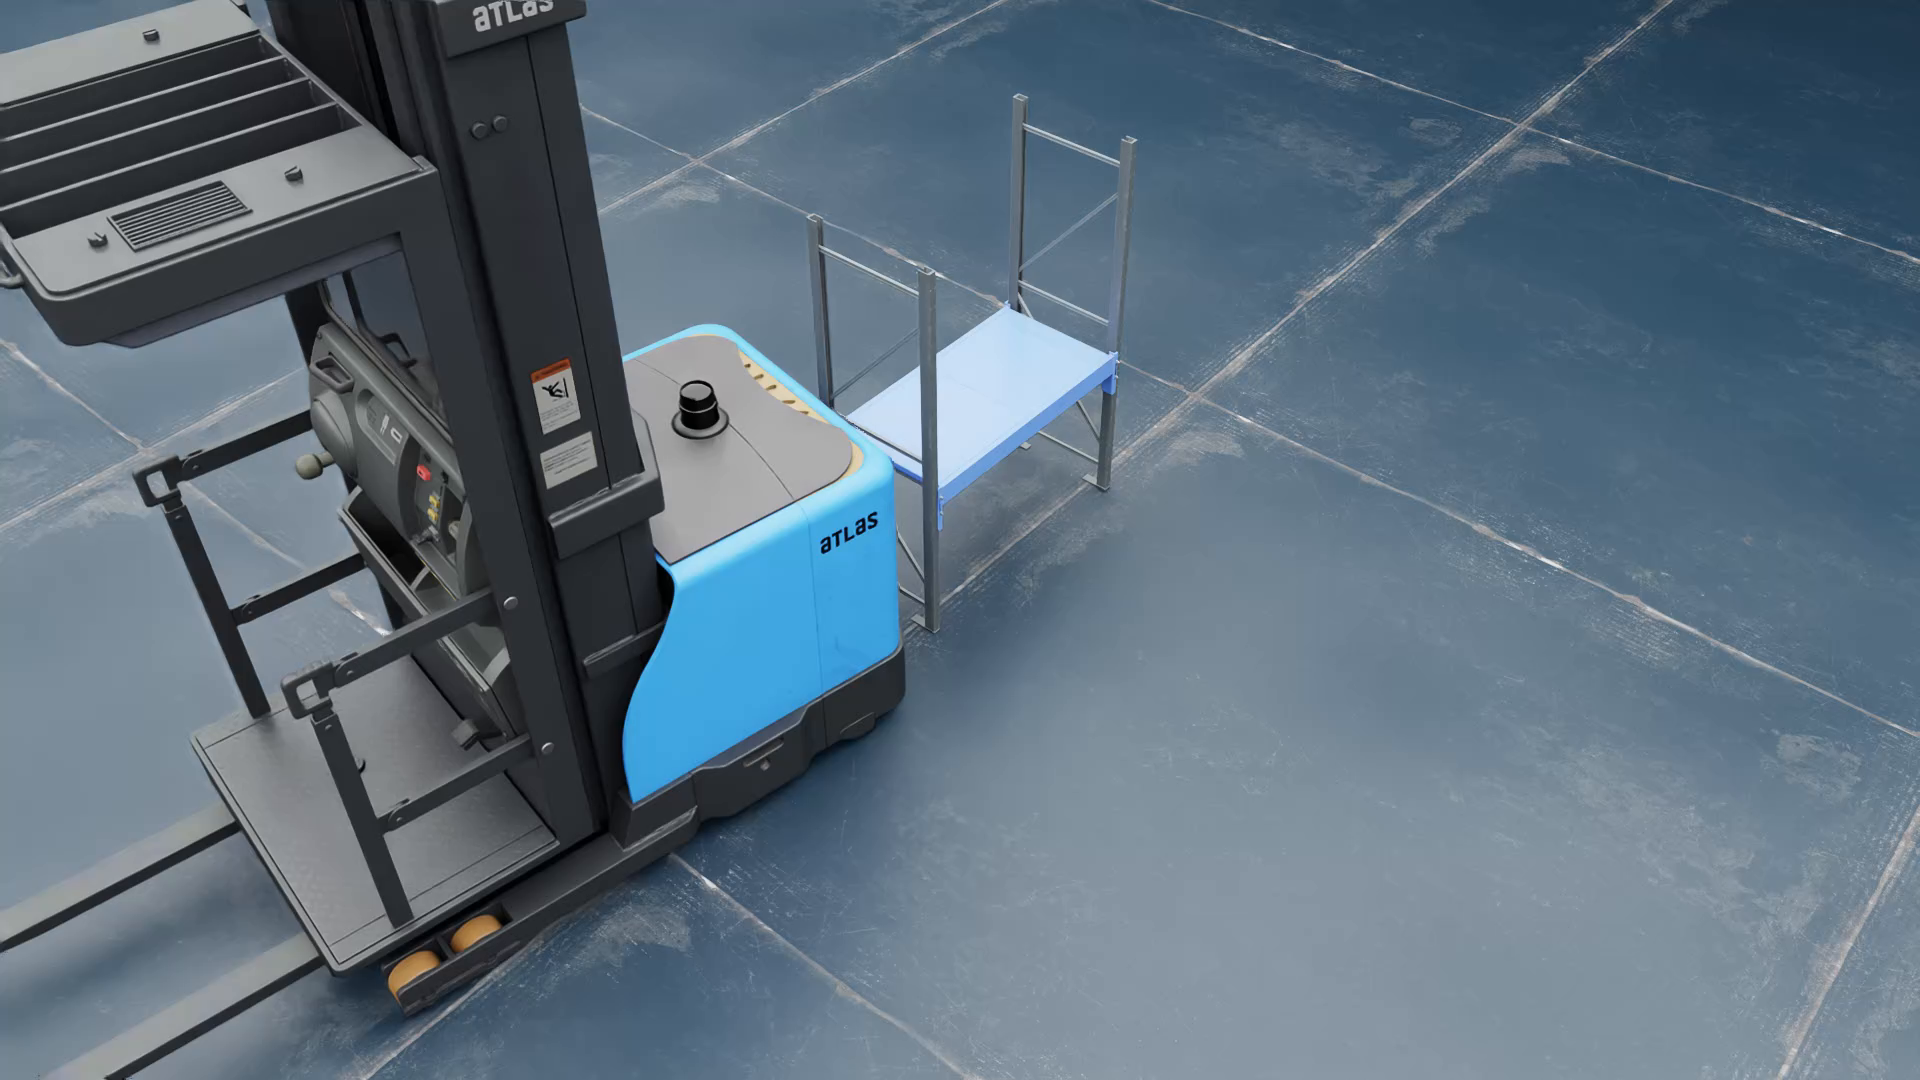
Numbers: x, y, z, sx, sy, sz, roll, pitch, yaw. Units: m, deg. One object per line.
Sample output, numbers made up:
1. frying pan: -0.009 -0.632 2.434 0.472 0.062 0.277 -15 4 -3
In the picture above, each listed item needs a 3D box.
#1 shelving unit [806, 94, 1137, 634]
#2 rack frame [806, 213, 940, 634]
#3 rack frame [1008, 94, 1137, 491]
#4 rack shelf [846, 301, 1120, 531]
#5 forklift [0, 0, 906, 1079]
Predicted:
1. shelving unit: 0.055 -0.599 5.794 0.538 1.500 1.048 29 50 28
2. rack frame: -0.272 -0.337 5.506 0.500 1.500 0.032 29 50 28
3. rack frame: 0.382 -0.861 6.082 0.500 1.500 0.032 29 50 28
4. rack shelf: 0.055 -0.466 5.915 0.538 0.185 1.000 29 50 28
5. forklift: -1.642 -0.145 4.231 3.031 2.935 1.130 -29 50 -28
